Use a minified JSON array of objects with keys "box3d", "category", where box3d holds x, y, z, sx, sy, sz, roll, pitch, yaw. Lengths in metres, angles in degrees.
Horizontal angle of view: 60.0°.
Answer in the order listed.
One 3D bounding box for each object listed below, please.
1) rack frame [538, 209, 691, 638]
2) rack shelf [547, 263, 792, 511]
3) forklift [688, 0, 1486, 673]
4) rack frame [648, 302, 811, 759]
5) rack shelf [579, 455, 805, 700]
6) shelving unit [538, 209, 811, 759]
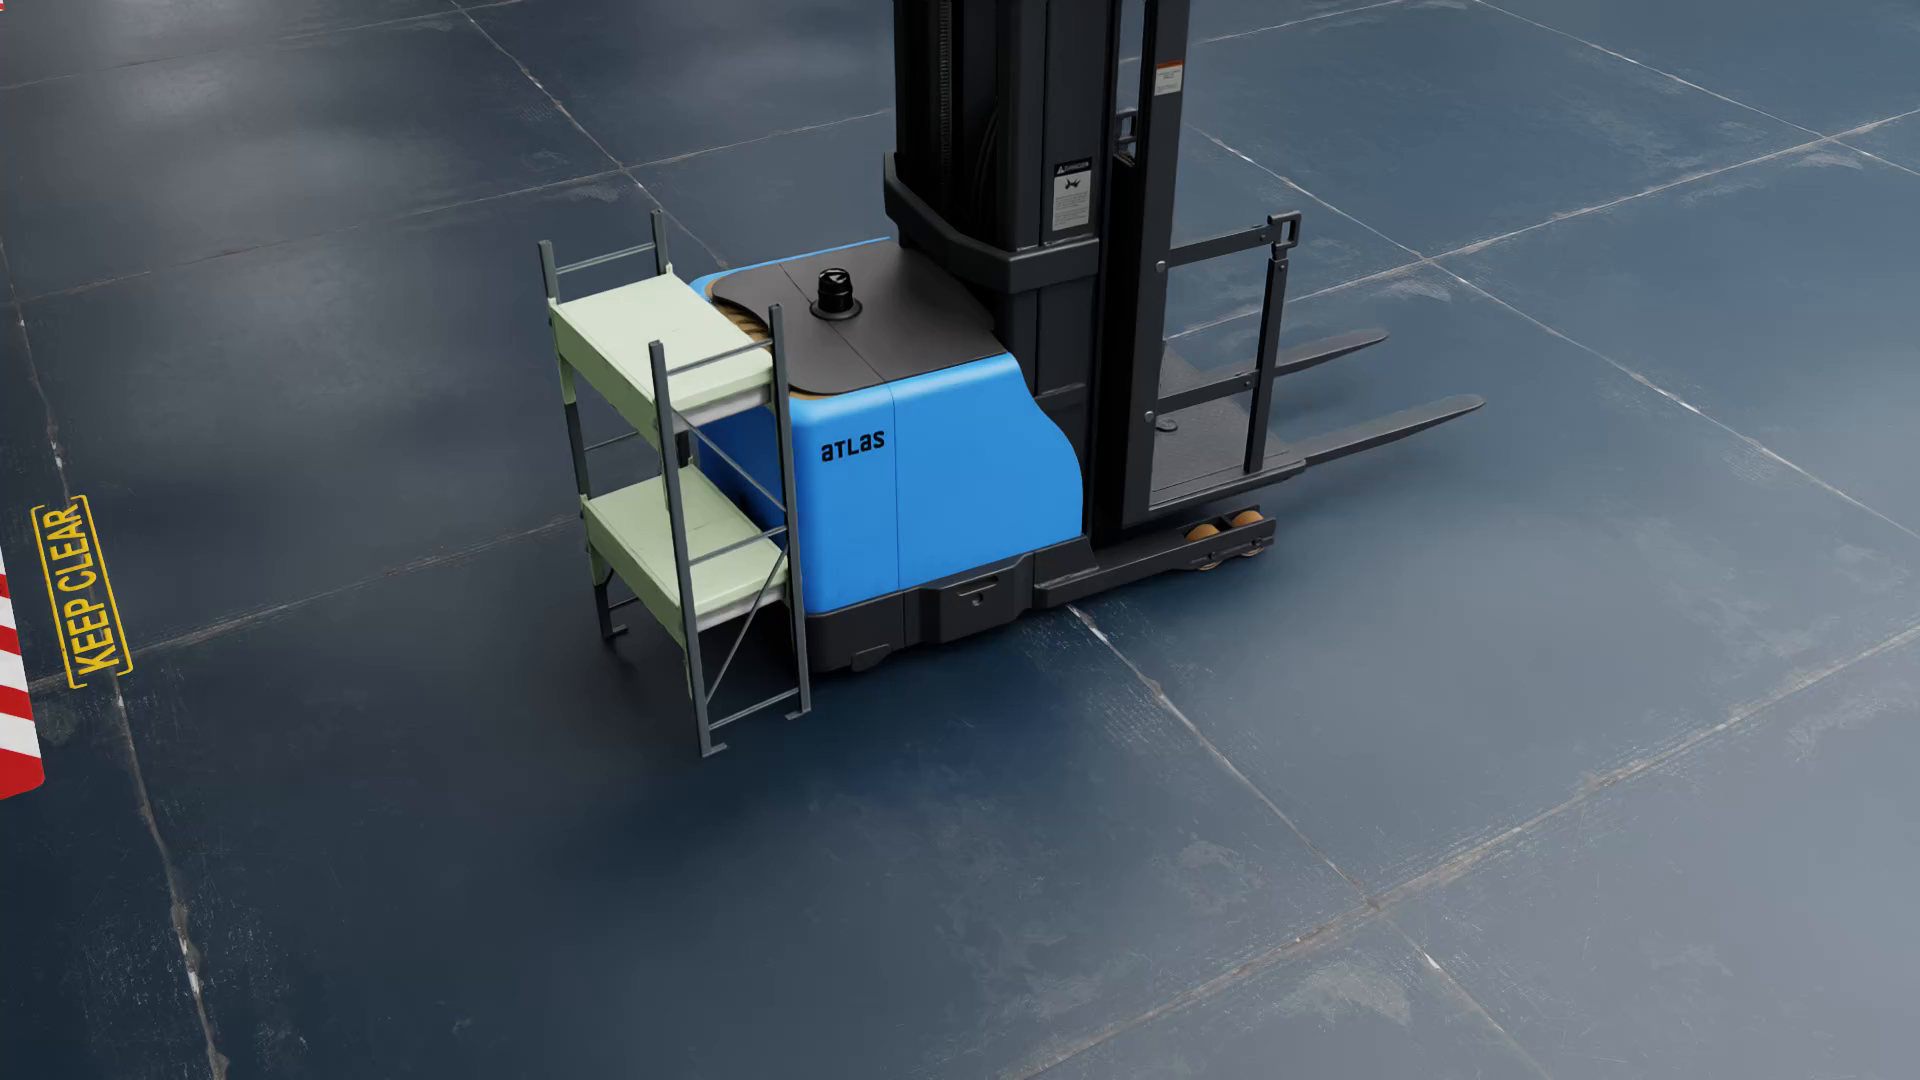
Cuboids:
[{"box3d":[-1.078,-0.336,5.438,0.400,1.500,0.023,-22,42,-27],"category":"rack frame"},{"box3d":[-0.869,-0.474,4.965,0.431,0.370,0.720,-22,42,-27],"category":"rack shelf"},{"box3d":[0.597,-1.335,5.593,3.031,2.935,1.130,-16,39,-21],"category":"forklift"},{"box3d":[-0.661,0.019,4.952,0.400,1.500,0.023,-22,42,-27],"category":"rack frame"},{"box3d":[-0.870,0.105,5.387,0.431,0.370,0.720,-22,42,-27],"category":"rack shelf"},{"box3d":[-0.870,-0.158,5.195,0.431,1.500,0.755,-22,42,-27],"category":"shelving unit"}]
